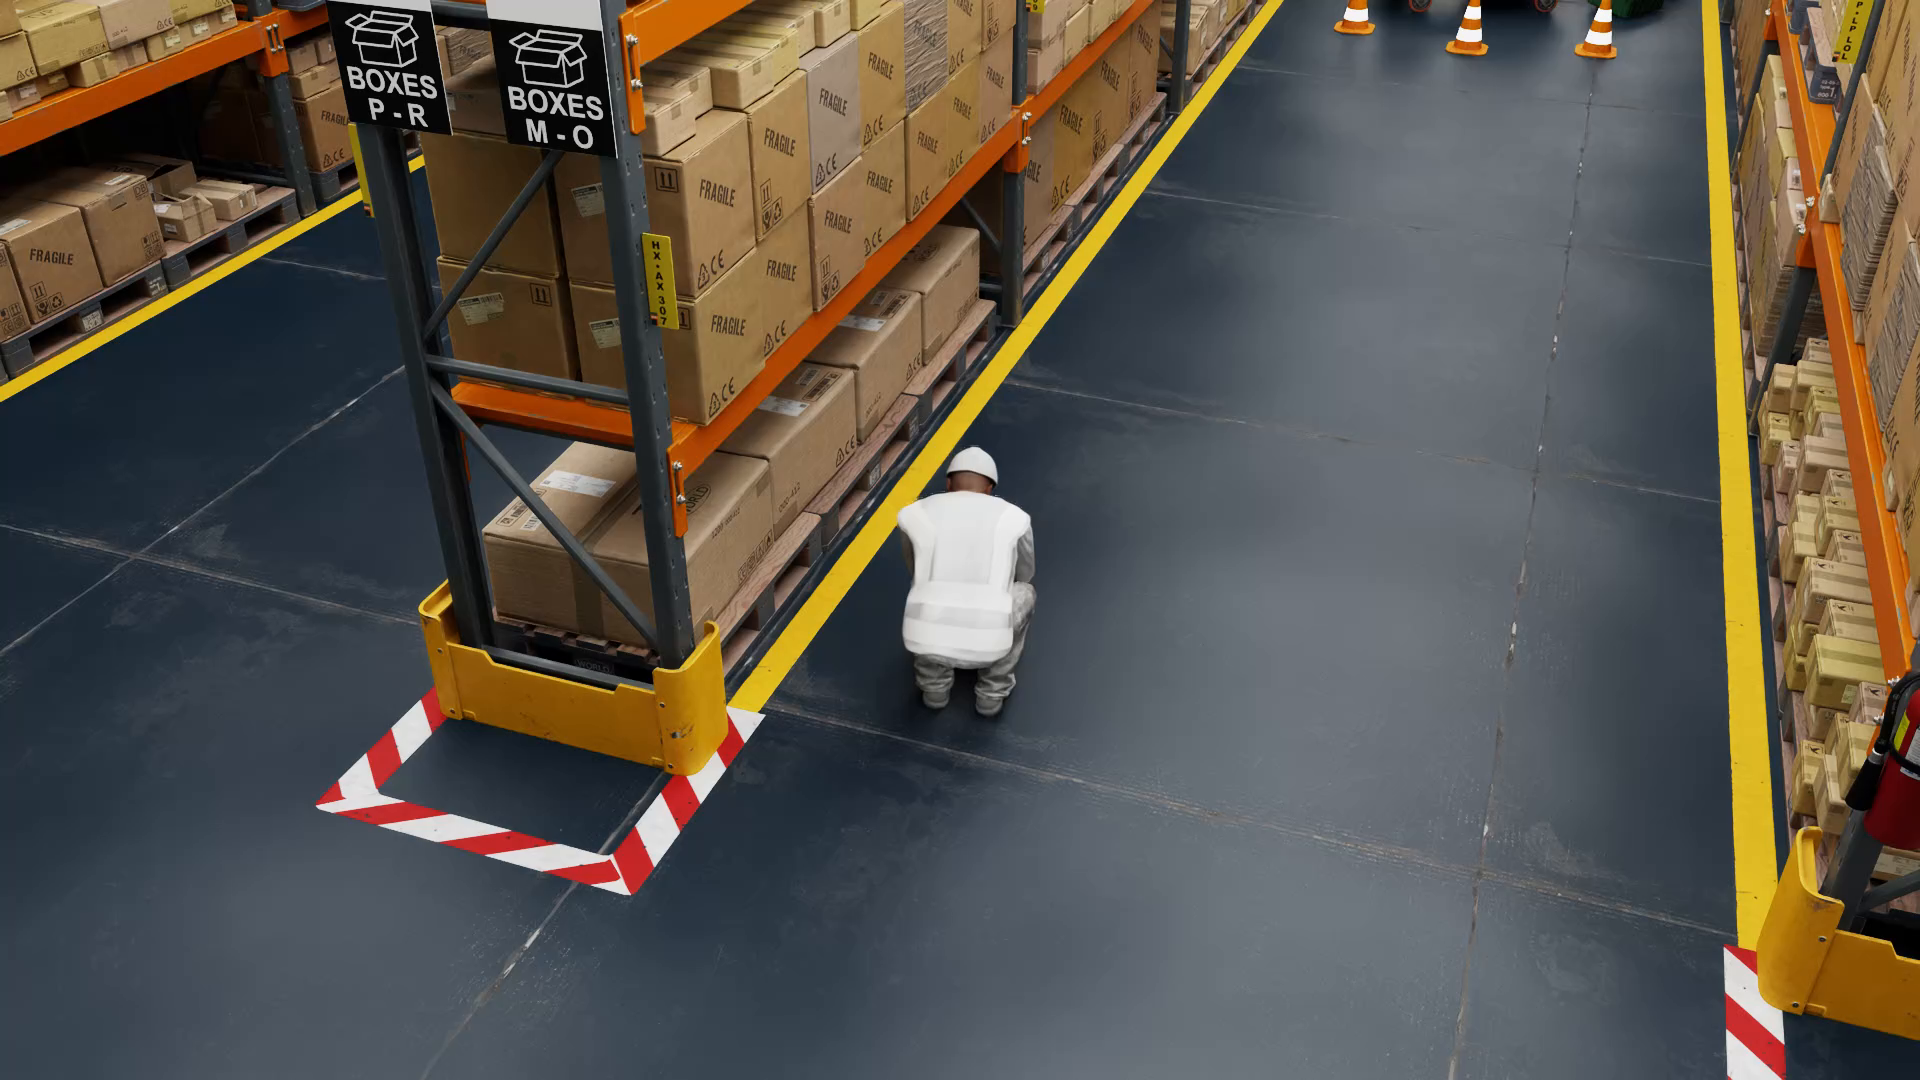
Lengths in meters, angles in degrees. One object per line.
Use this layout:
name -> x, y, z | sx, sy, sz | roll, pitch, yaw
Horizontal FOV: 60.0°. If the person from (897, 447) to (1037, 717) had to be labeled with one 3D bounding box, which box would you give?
person -> 0.013, 0.201, 6.639 | 0.571, 0.889, 0.901 | 7, 34, 11
